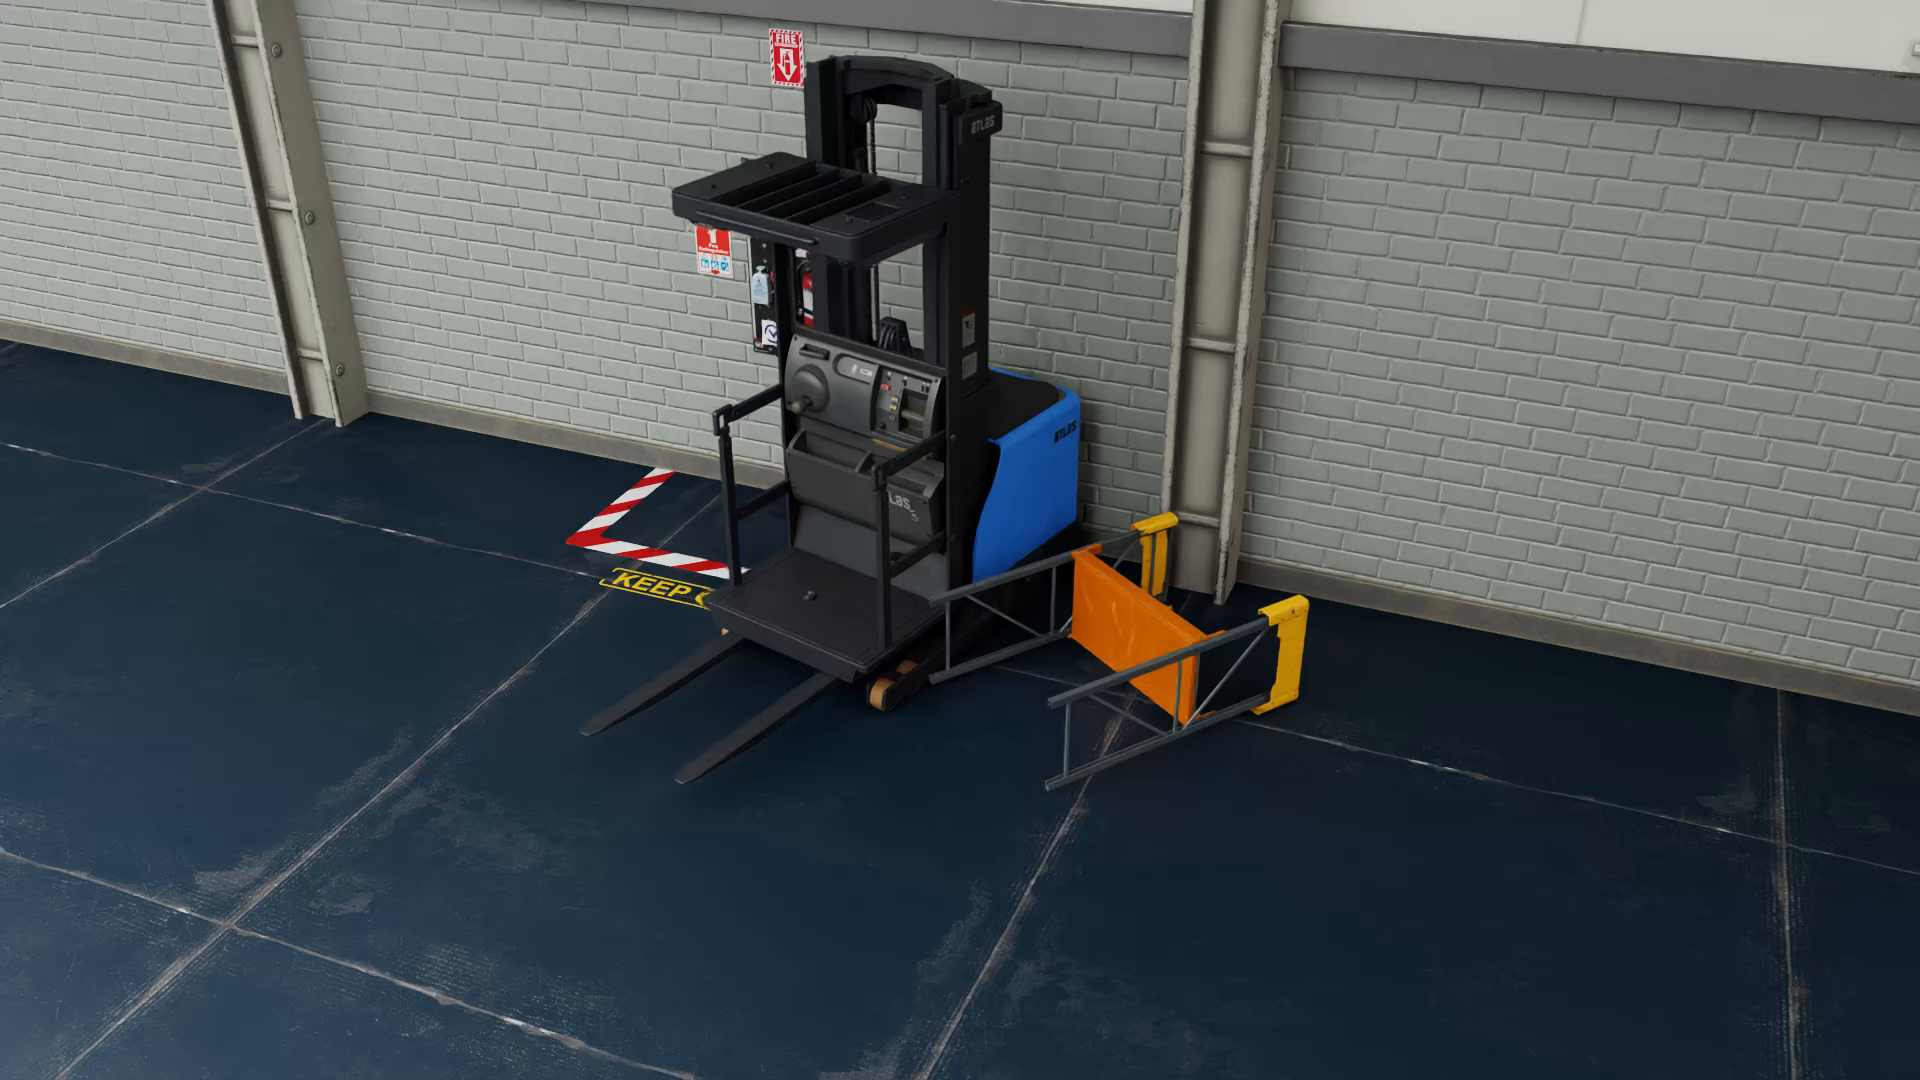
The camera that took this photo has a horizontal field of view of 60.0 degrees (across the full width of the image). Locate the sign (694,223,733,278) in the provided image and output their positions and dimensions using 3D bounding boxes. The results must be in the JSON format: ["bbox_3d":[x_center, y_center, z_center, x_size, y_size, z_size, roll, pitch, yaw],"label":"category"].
[{"bbox_3d":[-1.432,-1.693,9.661,0.234,0.329,0.001,11,31,19],"label":"sign"}]

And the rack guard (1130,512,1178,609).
[{"bbox_3d":[1.022,0.149,8.863,0.250,0.587,0.087,-17,34,-28],"label":"rack guard"}]

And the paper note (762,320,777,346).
[{"bbox_3d":[-1.097,-1.209,9.736,0.142,0.148,0.016,11,31,19],"label":"paper note"}]

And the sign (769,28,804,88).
[{"bbox_3d":[-0.928,-2.585,8.919,0.199,0.298,0.001,11,31,19],"label":"sign"}]

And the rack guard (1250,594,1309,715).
[{"bbox_3d":[1.557,0.563,8.131,0.250,0.587,0.087,-17,34,-28],"label":"rack guard"}]

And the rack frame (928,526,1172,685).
[{"bbox_3d":[0.484,0.307,8.585,1.500,0.500,0.032,-17,34,-28],"label":"rack frame"}]

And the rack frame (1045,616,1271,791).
[{"bbox_3d":[1.030,0.729,7.838,1.500,0.500,0.032,-17,34,-28],"label":"rack frame"}]

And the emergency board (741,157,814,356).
[{"bbox_3d":[-0.958,-1.529,9.406,0.643,1.169,0.194,11,31,19],"label":"emergency board"}]

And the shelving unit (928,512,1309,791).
[{"bbox_3d":[0.762,0.521,8.205,1.500,0.587,1.083,-17,34,-28],"label":"shelving unit"}]

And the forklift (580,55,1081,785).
[{"bbox_3d":[-0.606,-0.697,8.004,1.130,2.935,3.031,20,35,31],"label":"forklift"}]

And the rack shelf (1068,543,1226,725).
[{"bbox_3d":[0.909,0.470,8.295,0.185,0.538,1.000,-17,34,-28],"label":"rack shelf"}]

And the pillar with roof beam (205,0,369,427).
[{"bbox_3d":[-5.861,-2.813,5.581,0.400,9.000,9.100,11,31,19],"label":"pillar with roof beam"}]

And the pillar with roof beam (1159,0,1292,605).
[{"bbox_3d":[-0.301,-1.703,3.617,0.400,9.000,9.100,11,31,19],"label":"pillar with roof beam"}]
